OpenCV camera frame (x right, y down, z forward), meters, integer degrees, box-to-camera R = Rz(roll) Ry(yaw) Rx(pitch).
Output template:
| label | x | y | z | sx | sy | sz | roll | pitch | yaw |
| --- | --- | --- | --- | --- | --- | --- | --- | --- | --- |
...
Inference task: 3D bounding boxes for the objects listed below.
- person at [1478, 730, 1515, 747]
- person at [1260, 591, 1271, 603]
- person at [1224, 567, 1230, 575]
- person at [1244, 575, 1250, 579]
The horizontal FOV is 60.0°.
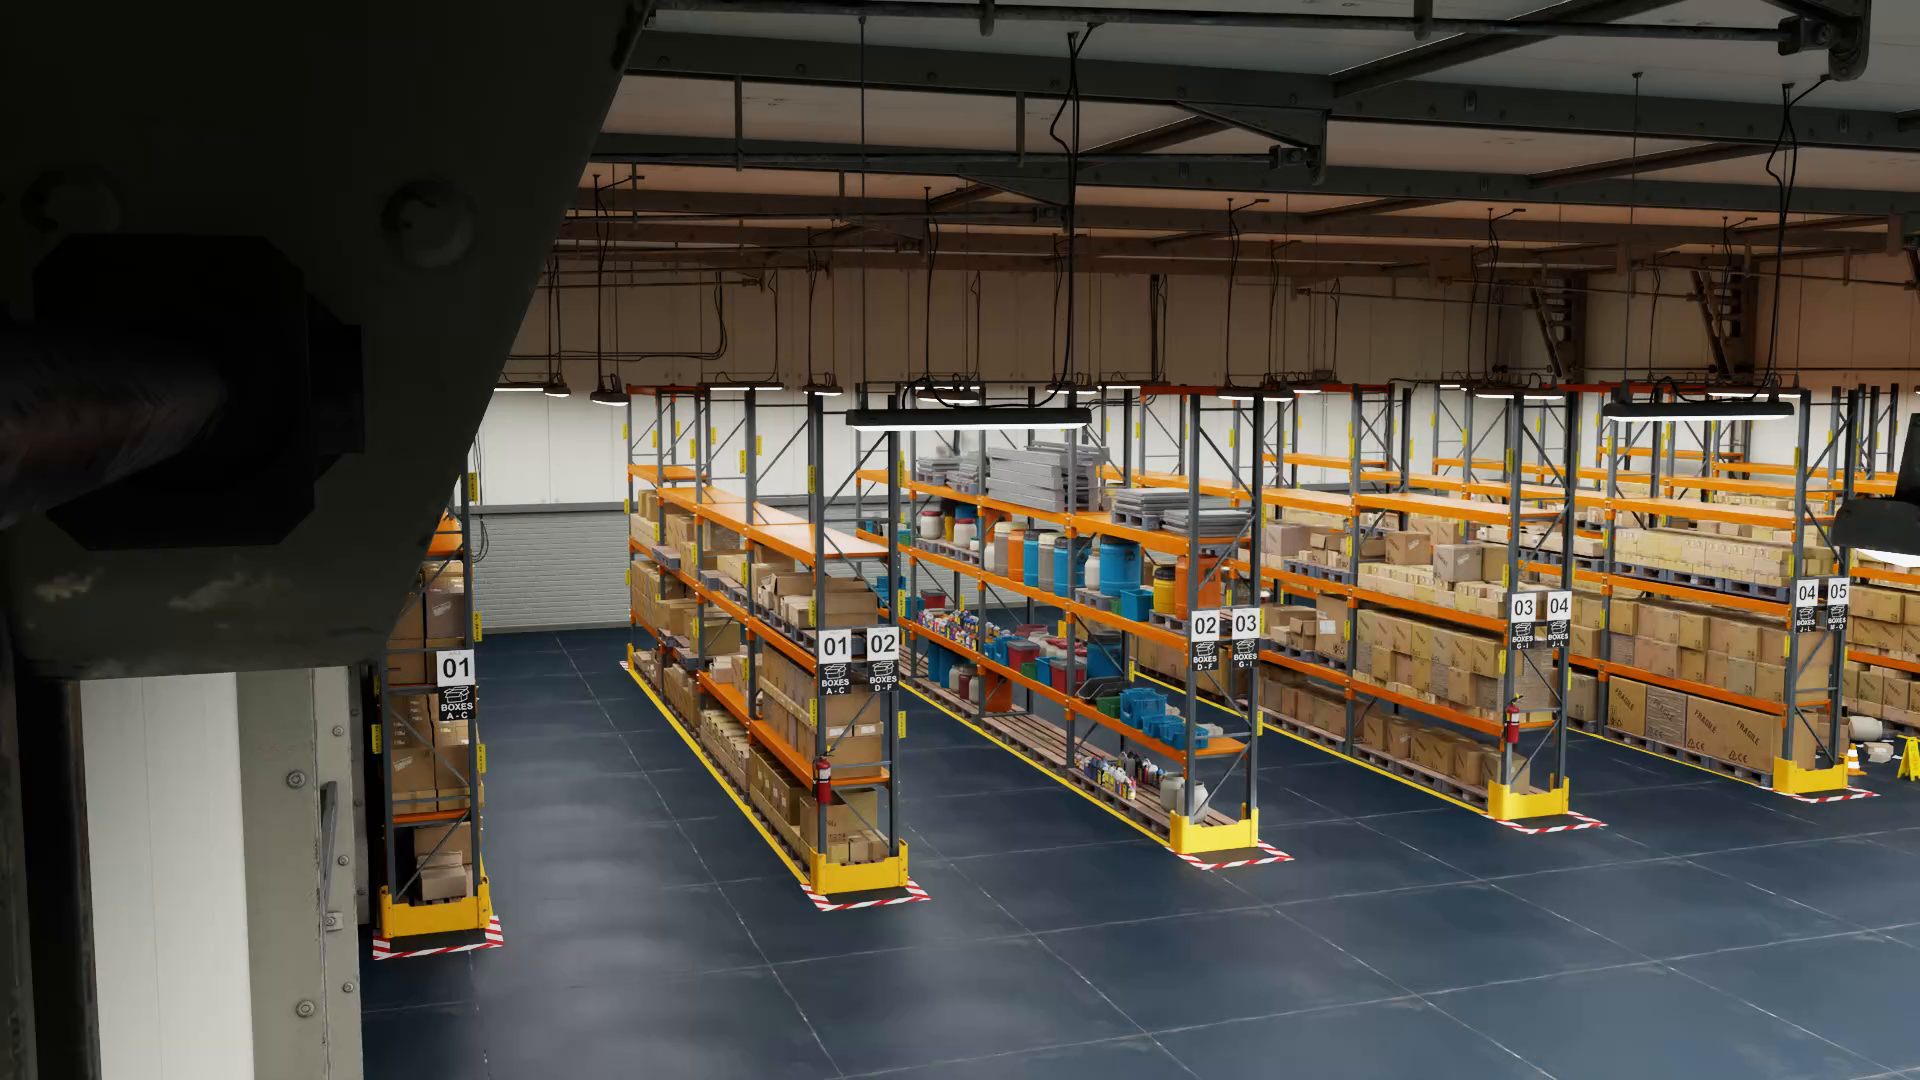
| label | x | y | z | sx | sy | sz | roll | pitch | yaw |
| --- | --- | --- | --- | --- | --- | --- | --- | --- | --- |
| person | 9.082 | 2.651 | 28.026 | 0.622 | 1.605 | 0.764 | -3 | 7 | -28 |
| person | 6.342 | 1.916 | 34.431 | 0.638 | 1.725 | 0.576 | -2 | 6 | -21 |
| person | 6.189 | 1.479 | 38.739 | 0.762 | 1.788 | 0.695 | 0 | 6 | 2 |
| person | 6.520 | 1.603 | 37.814 | 0.594 | 1.660 | 0.853 | -1 | 6 | -12 |
